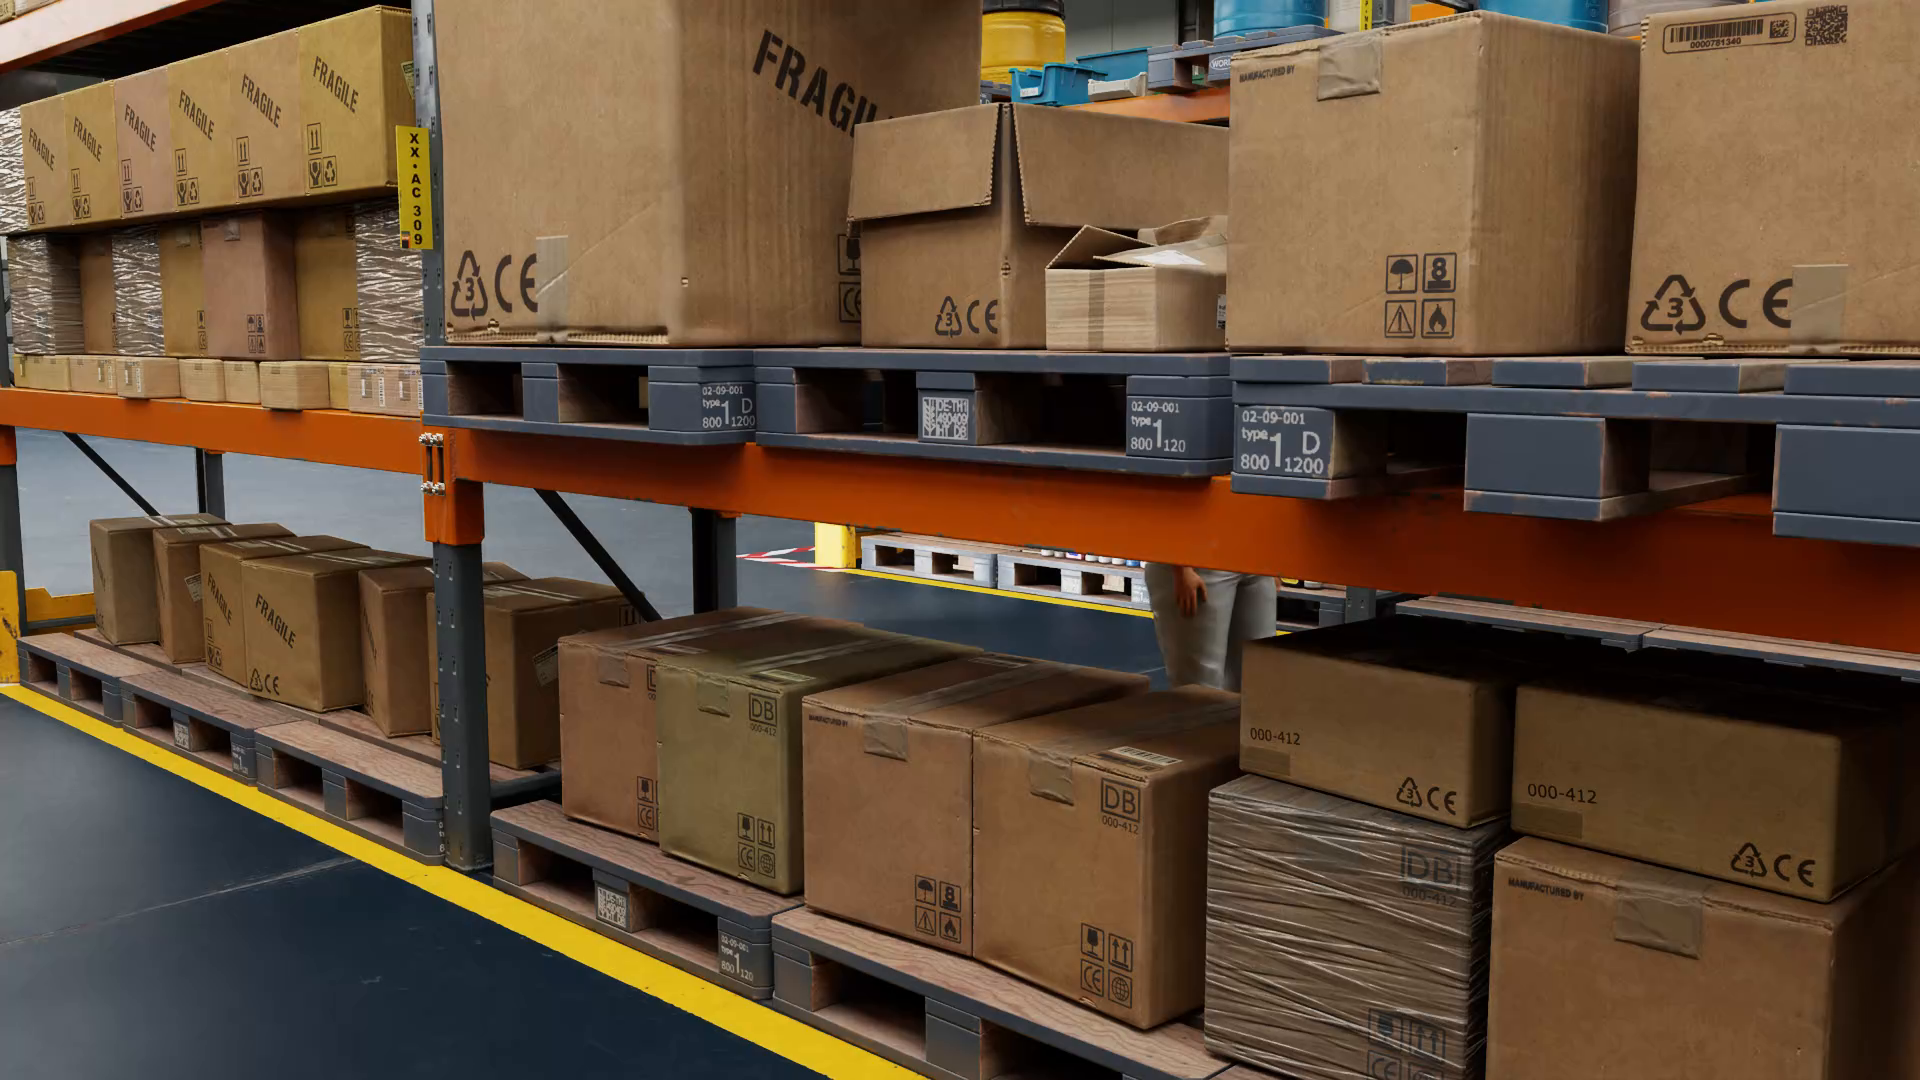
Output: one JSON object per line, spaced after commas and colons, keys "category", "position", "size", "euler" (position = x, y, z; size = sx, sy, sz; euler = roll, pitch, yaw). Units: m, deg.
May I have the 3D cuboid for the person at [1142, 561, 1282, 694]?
{"category": "person", "position": [0.800, 0.083, 5.072], "size": [0.465, 1.667, 0.539], "euler": [7, 10, 44]}
